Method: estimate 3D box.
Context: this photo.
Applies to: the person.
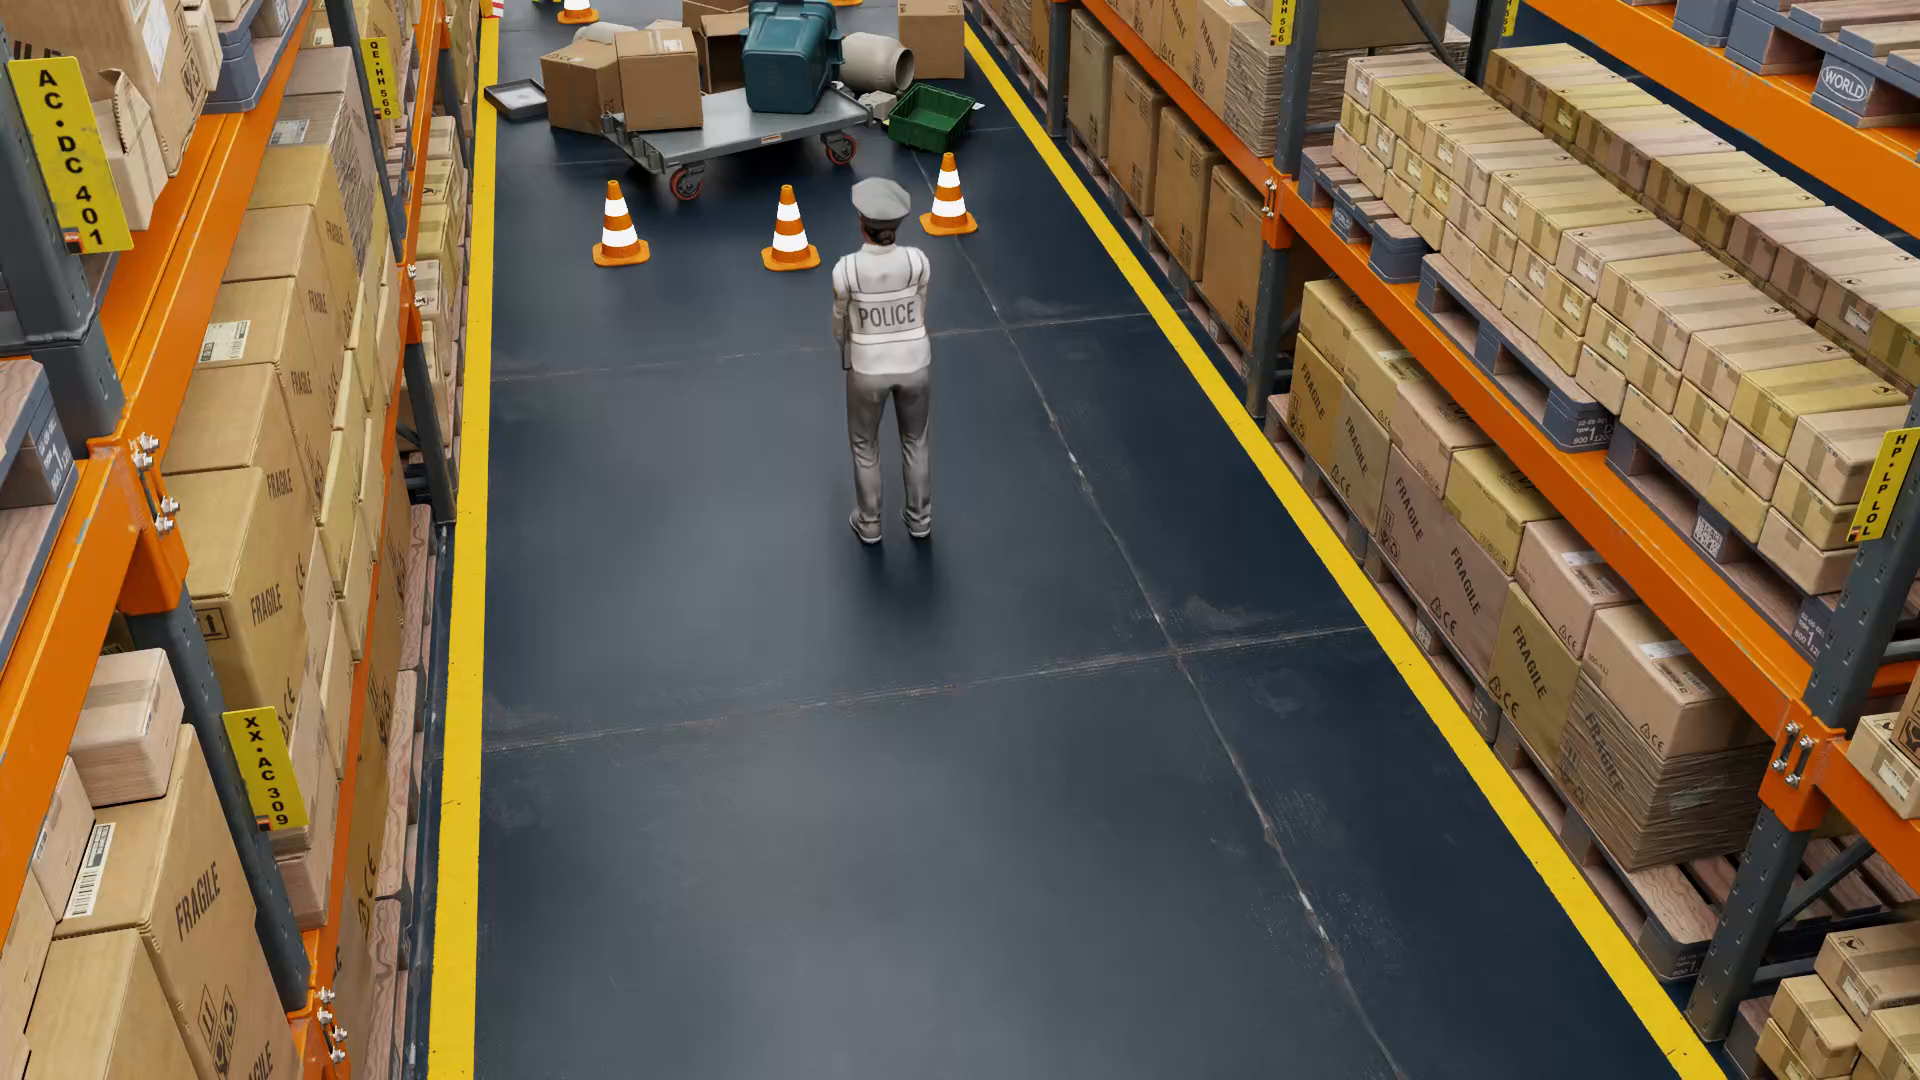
[{"bbox_3d":[-0.347,-0.780,7.277,0.416,1.672,0.530,-8,35,-11],"label":"person"}]
